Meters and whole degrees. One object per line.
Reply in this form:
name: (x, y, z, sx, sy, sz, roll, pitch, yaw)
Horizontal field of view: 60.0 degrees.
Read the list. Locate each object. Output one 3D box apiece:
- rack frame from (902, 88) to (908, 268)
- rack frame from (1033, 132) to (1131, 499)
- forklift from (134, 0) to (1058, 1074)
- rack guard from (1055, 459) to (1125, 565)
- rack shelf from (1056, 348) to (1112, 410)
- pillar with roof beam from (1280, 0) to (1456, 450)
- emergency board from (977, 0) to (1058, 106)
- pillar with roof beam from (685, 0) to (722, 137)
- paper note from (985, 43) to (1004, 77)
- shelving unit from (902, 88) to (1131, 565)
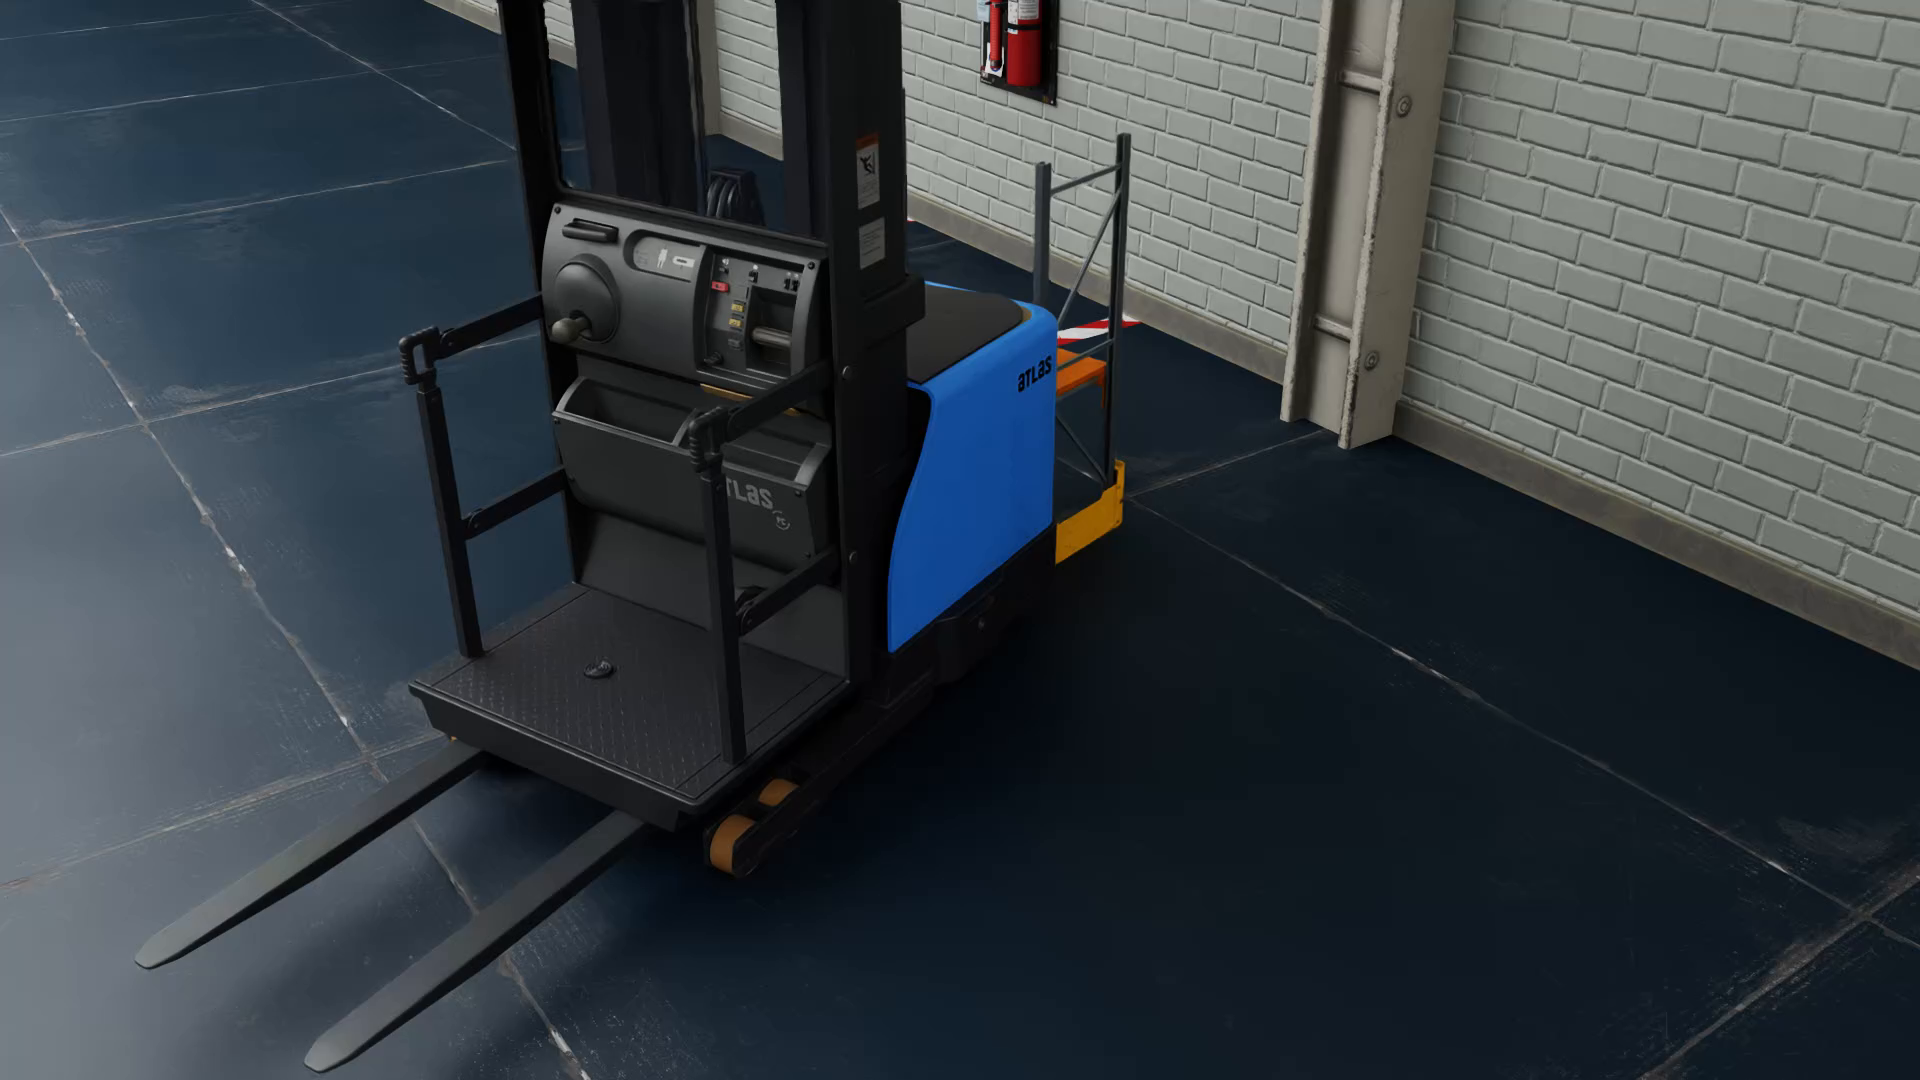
rack frame: (-0.374, -0.940, 6.410, 0.032, 1.500, 0.500, 21, 35, 34)
rack frame: (0.412, -0.633, 5.844, 0.032, 1.500, 0.500, 21, 35, 34)
forklift: (-0.877, -0.622, 4.325, 1.130, 2.935, 3.031, 17, 33, 28)
rack guard: (0.411, -0.084, 6.143, 0.087, 0.250, 0.587, 21, 35, 34)
rack shelf: (0.019, -0.629, 6.213, 1.000, 0.185, 0.538, 21, 35, 34)
pillar with roof beam: (-1.881, -3.258, 2.820, 9.100, 9.000, 0.400, -19, 34, -31)
emergency board: (0.224, -2.785, 8.235, 0.194, 1.169, 0.643, -19, 34, -31)
pillar with roof beam: (-5.361, -5.591, 7.115, 9.100, 9.000, 0.400, -19, 34, -31)
paper note: (0.177, -2.486, 8.607, 0.016, 0.148, 0.142, -19, 34, -31)
shelving unit: (0.026, -0.784, 6.122, 1.083, 1.500, 0.587, 21, 35, 34)
